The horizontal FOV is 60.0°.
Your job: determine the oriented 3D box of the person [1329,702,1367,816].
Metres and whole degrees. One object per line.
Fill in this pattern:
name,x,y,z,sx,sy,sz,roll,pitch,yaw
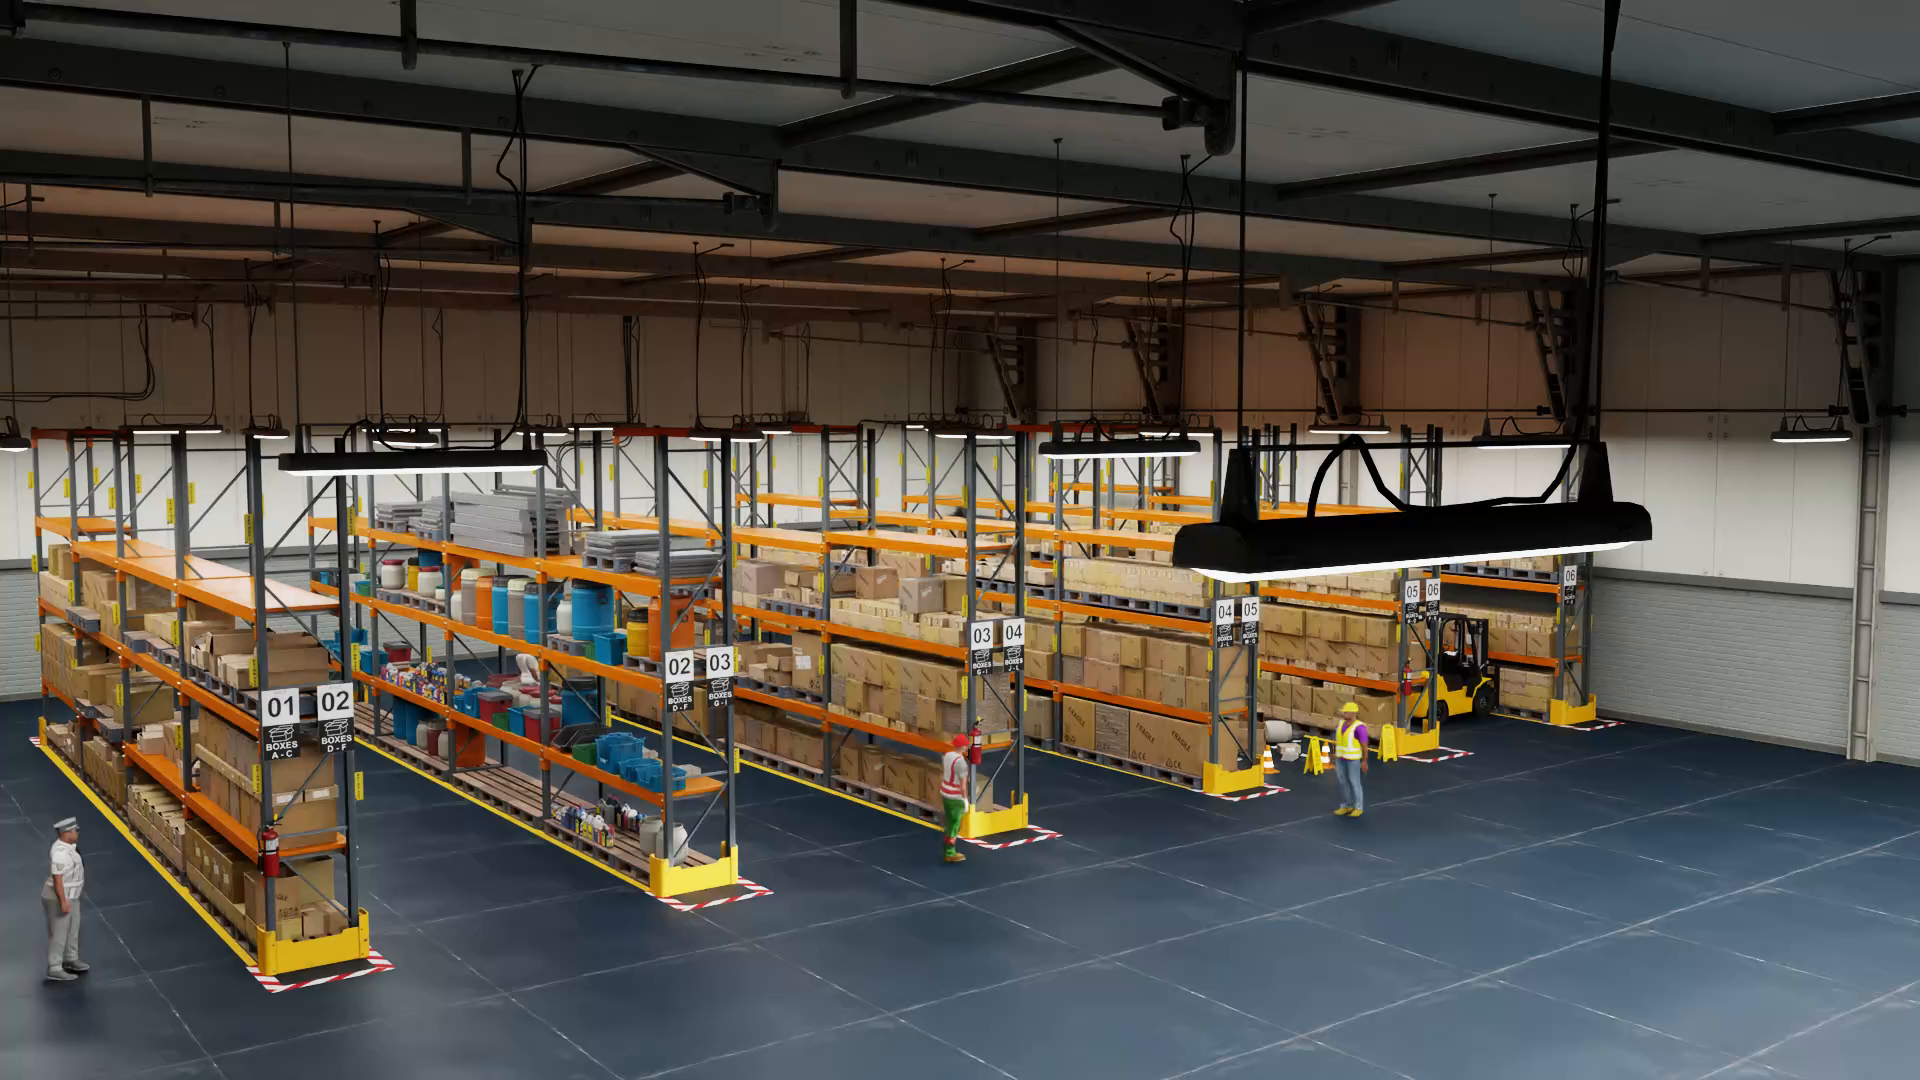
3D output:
person,6.062,3.419,25.915,0.371,1.799,0.699,-4,6,-41

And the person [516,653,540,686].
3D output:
person,-8.511,2.840,33.045,0.645,1.776,0.509,3,5,30

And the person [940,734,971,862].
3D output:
person,-0.052,3.606,23.334,0.418,1.785,0.603,-2,5,-25

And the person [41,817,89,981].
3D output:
person,-10.025,3.993,18.607,0.424,1.781,0.622,-1,5,-14
